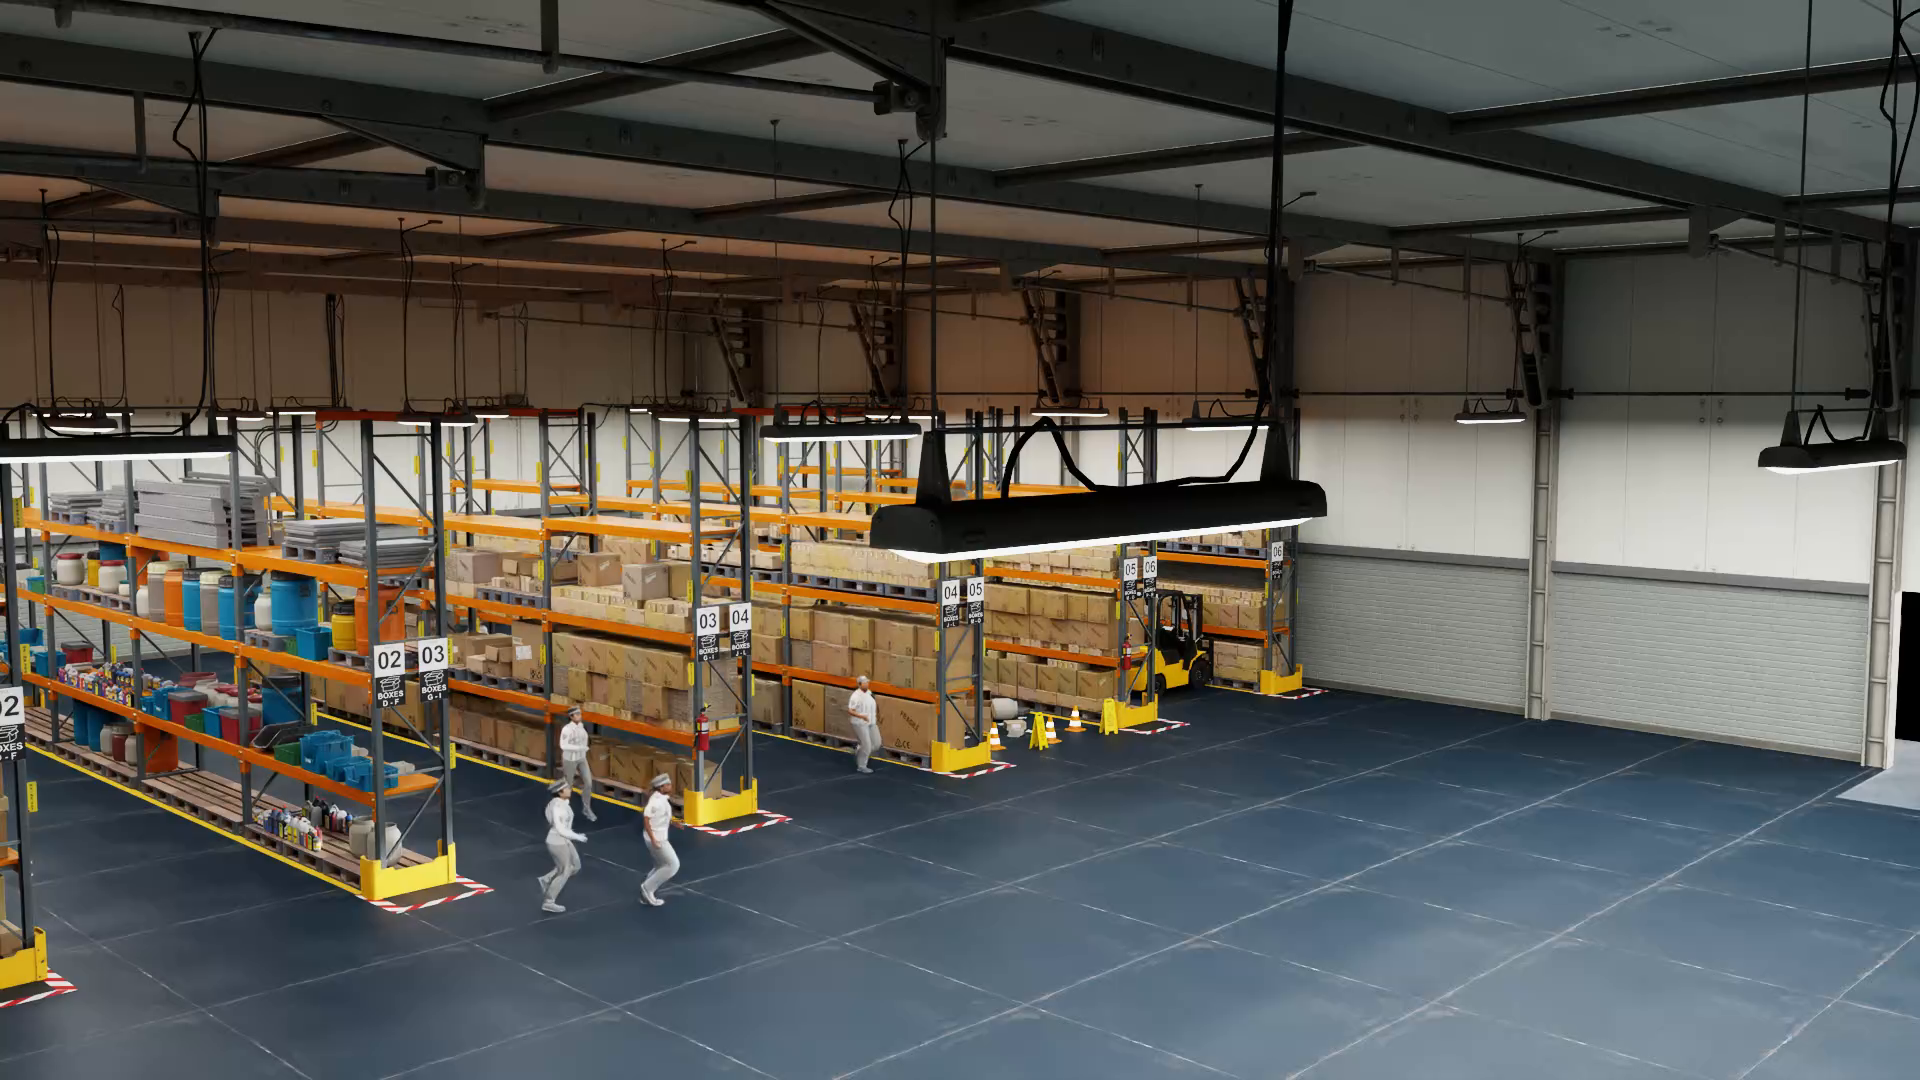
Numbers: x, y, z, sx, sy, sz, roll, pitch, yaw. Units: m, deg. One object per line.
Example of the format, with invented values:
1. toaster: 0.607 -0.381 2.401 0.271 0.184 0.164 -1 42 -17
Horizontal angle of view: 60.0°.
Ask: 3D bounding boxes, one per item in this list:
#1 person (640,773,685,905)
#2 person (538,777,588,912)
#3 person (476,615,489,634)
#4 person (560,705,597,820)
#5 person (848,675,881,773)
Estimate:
1. person: -3.690 3.696 20.576 0.567 1.649 0.573 -1 5 -10
2. person: -4.872 3.710 20.382 0.603 1.661 0.651 -1 5 -12
3. person: -10.341 2.400 35.722 0.535 1.579 0.594 -4 6 -35
4. person: -5.755 3.302 24.731 0.776 1.743 0.598 3 6 33
5. person: -1.600 3.065 27.769 0.571 1.617 0.603 4 7 39
